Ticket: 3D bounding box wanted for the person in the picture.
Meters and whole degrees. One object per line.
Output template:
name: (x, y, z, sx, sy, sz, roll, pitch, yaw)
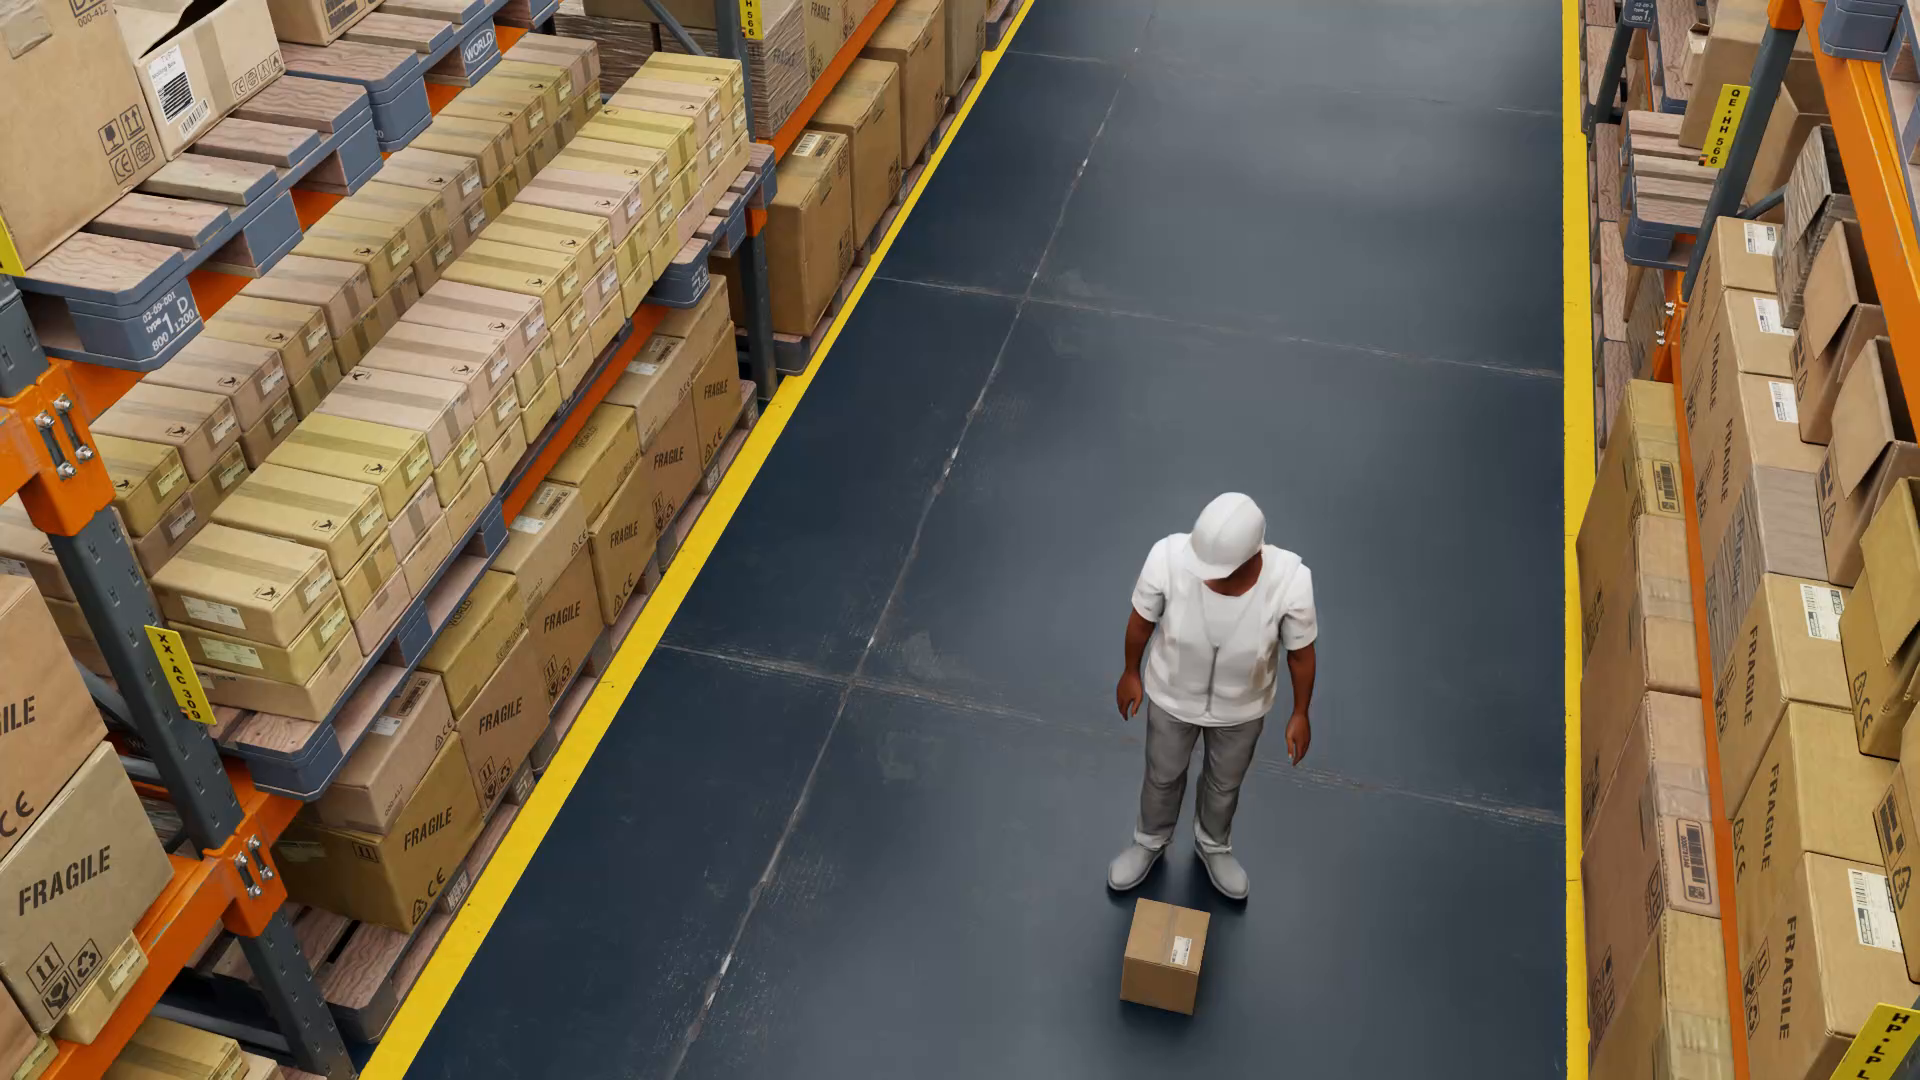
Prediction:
person: (0.842, 0.529, 5.500, 0.650, 1.772, 0.379, 6, 41, 7)
